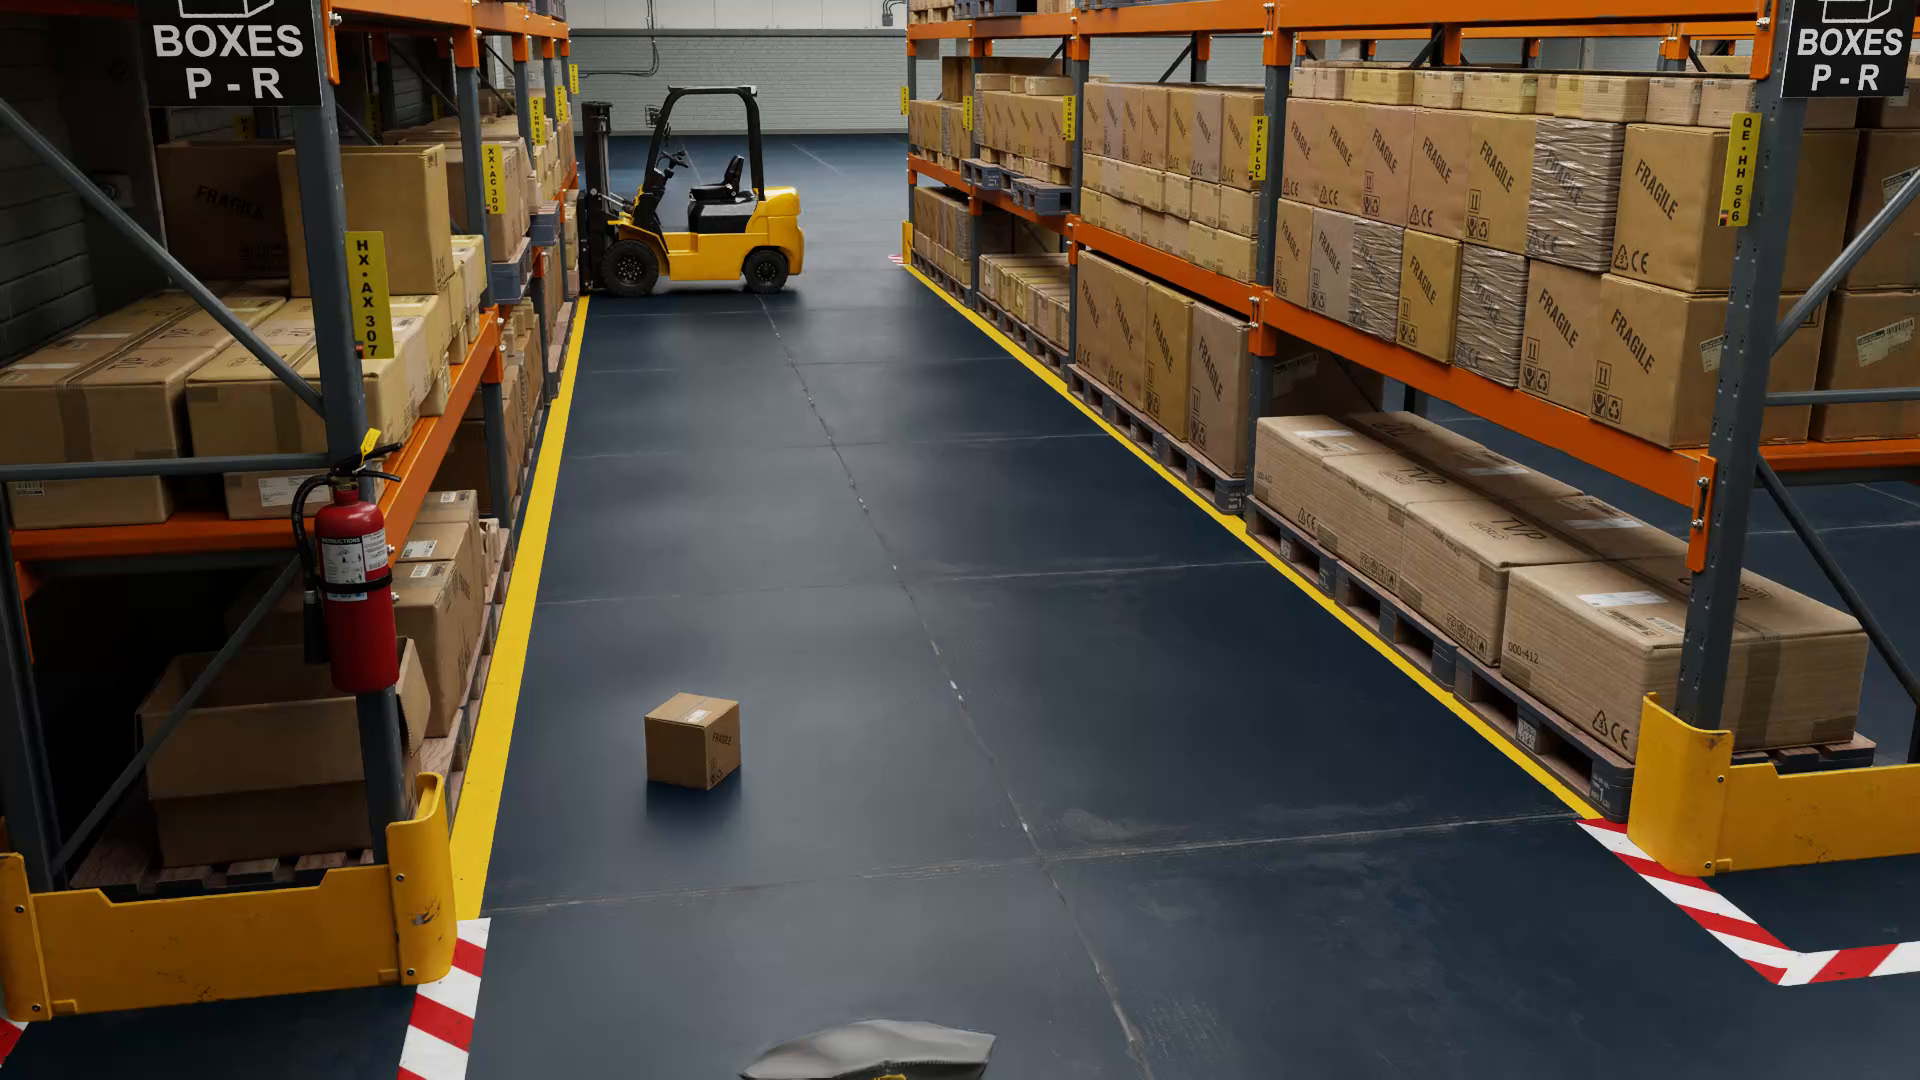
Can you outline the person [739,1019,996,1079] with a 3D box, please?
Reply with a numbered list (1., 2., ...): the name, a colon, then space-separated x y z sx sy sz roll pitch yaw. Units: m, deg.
1. person: -0.083 1.262 1.696 0.483 1.655 0.834 1 16 3
